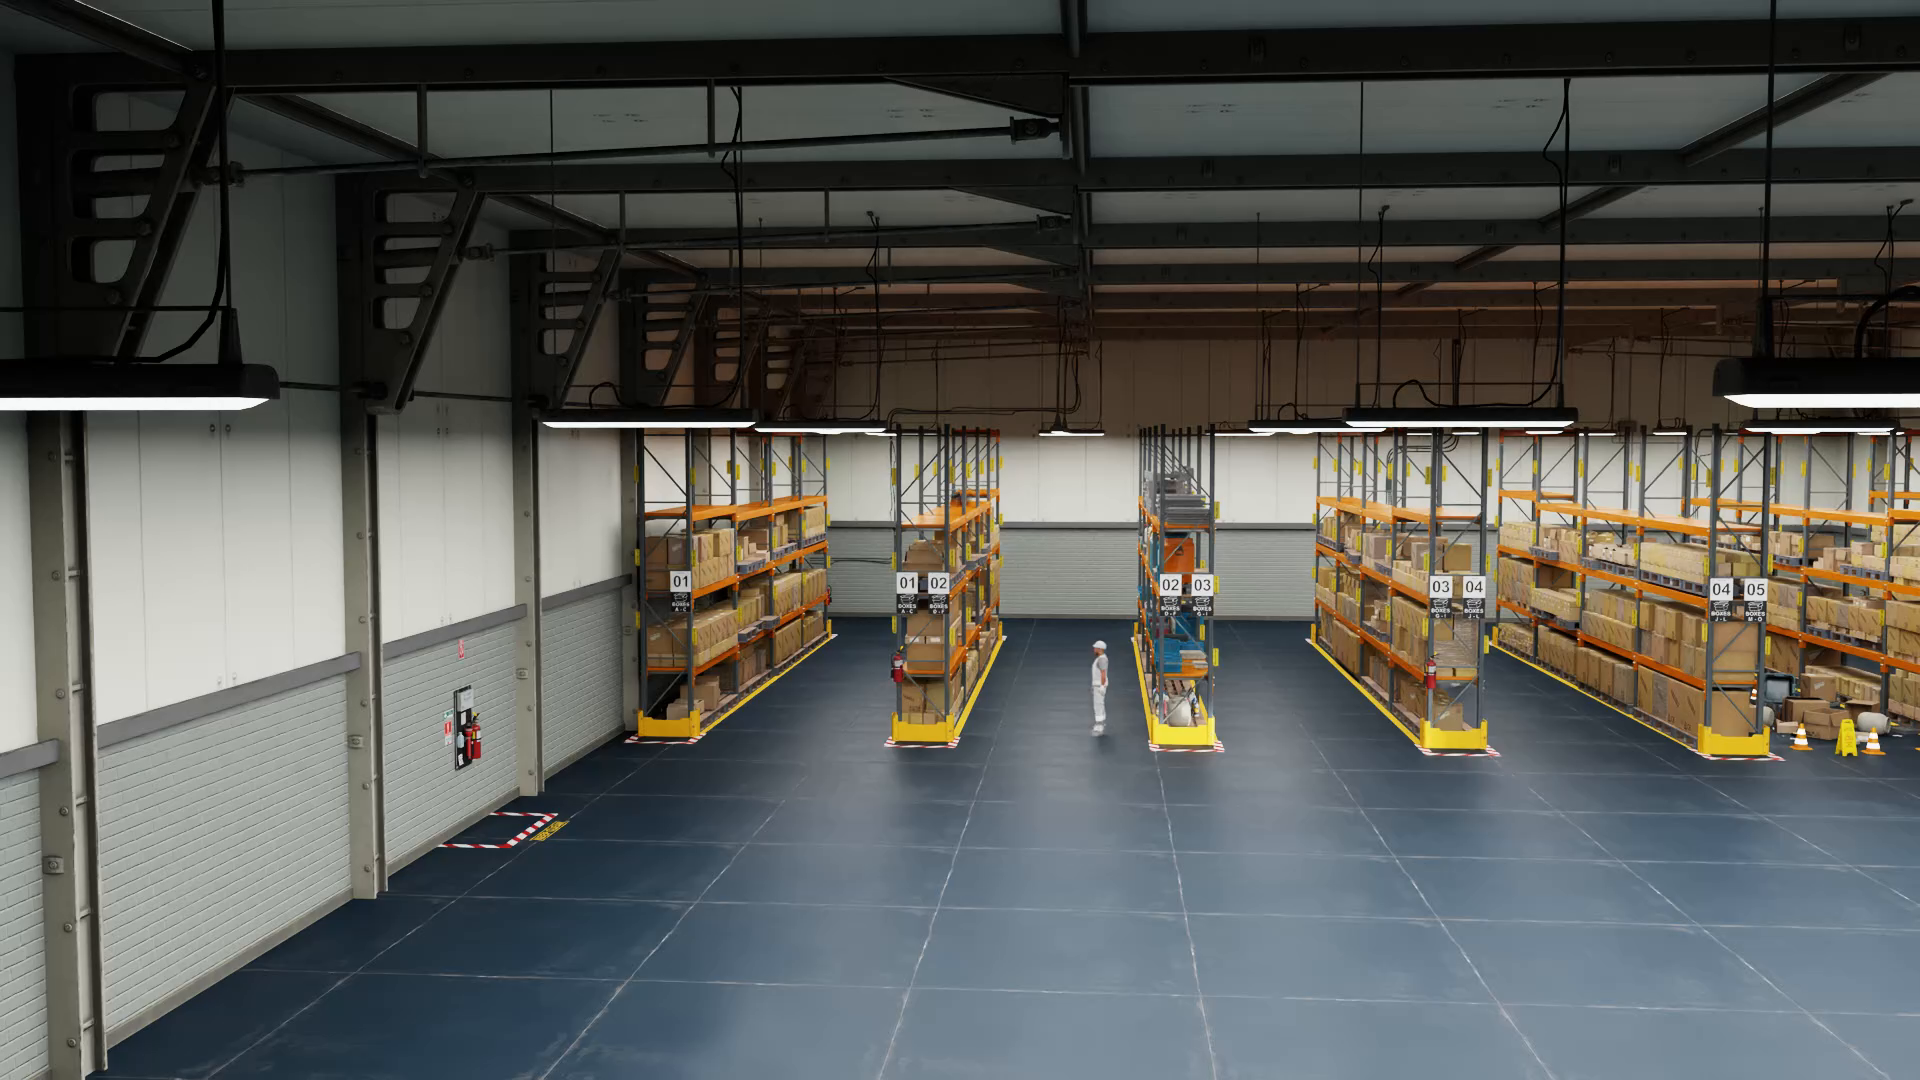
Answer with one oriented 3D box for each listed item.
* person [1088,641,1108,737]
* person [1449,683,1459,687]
[{"bbox_3d":[2.676,2.867,32.231,0.390,1.814,0.644,0,3,3],"label":"person"},{"bbox_3d":[11.478,2.596,38.553,0.464,1.620,0.437,-2,4,-28],"label":"person"}]
